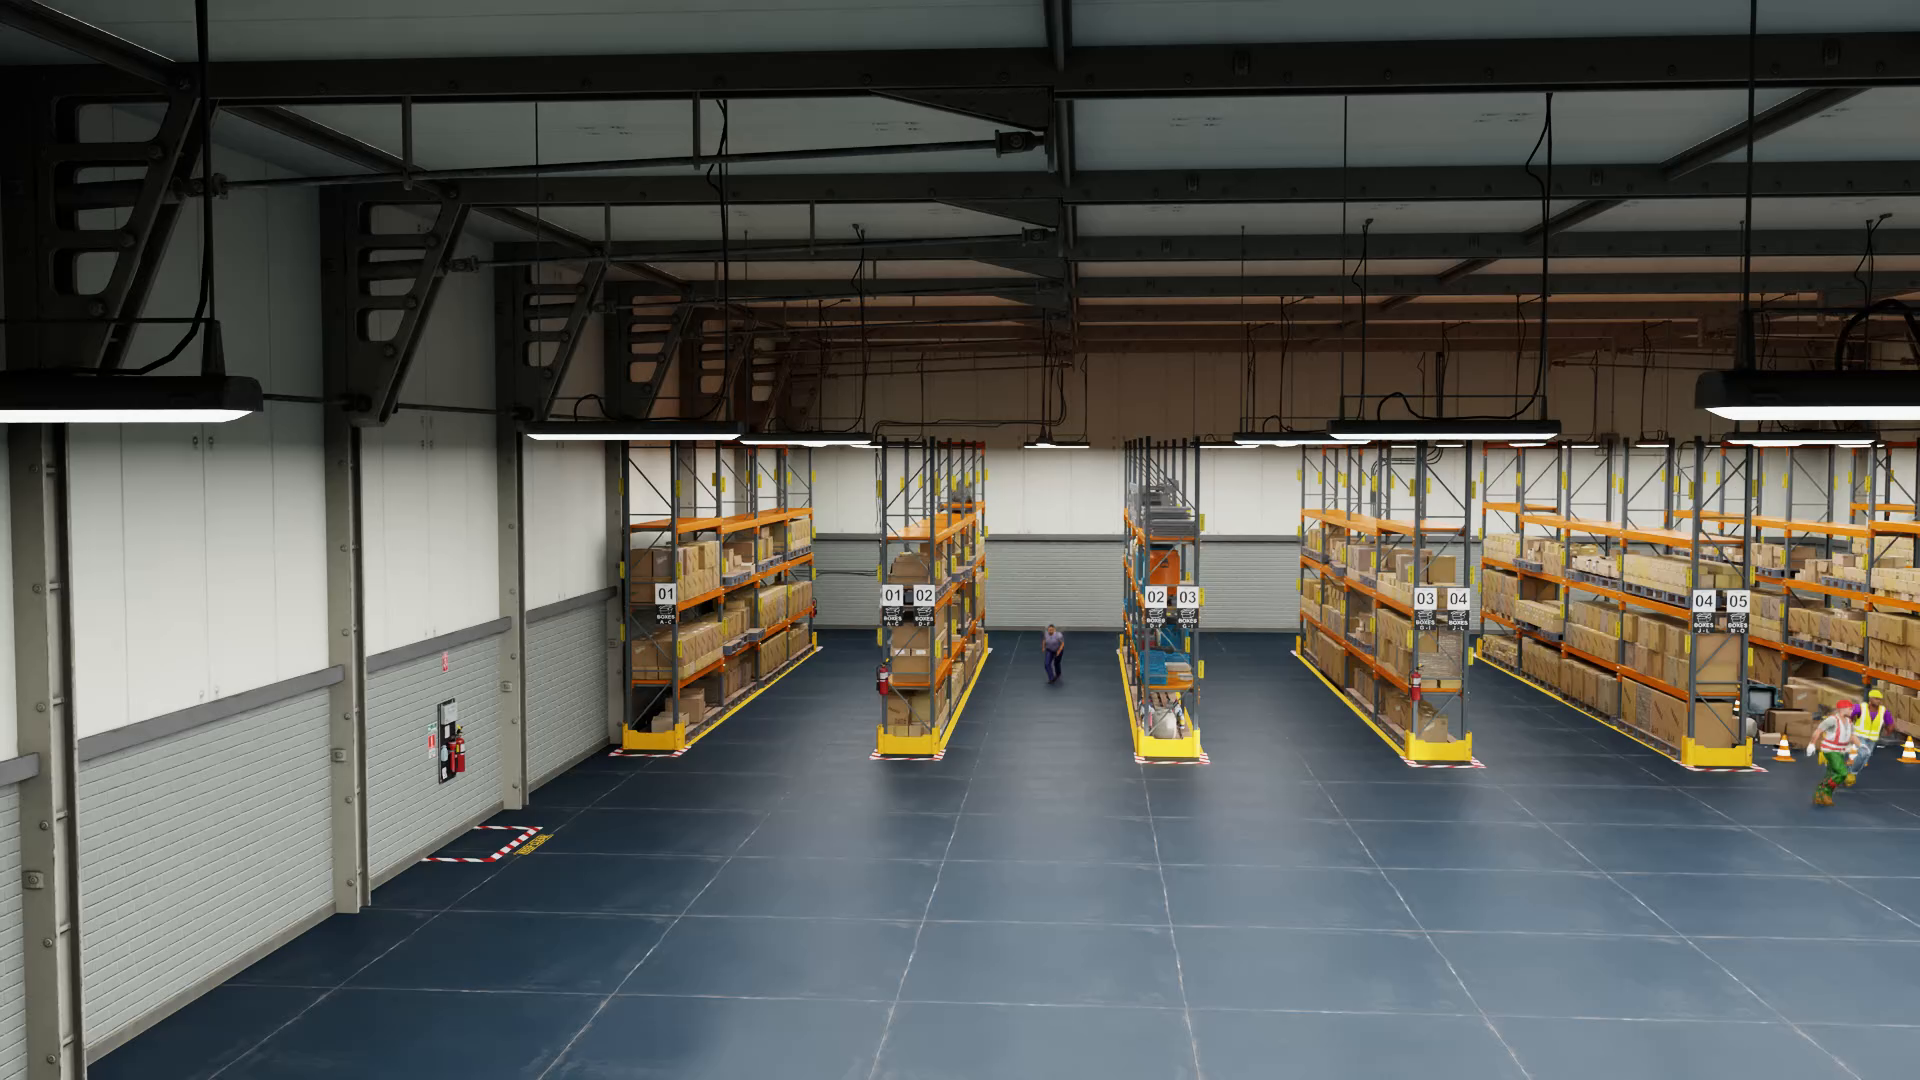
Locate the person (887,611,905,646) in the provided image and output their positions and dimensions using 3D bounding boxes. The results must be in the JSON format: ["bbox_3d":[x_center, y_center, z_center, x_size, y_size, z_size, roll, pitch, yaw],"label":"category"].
[{"bbox_3d":[-1.572,2.320,48.291,1.107,1.586,0.732,1,3,12],"label":"person"}]

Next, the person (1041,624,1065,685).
[{"bbox_3d":[2.348,2.779,41.020,0.598,1.505,0.988,1,3,20],"label":"person"}]

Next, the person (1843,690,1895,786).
[{"bbox_3d":[15.452,3.382,28.344,0.868,1.668,0.721,0,3,-1],"label":"person"}]

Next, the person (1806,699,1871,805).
[{"bbox_3d":[14.101,3.410,26.664,0.654,1.732,0.782,-2,4,-33],"label":"person"}]
